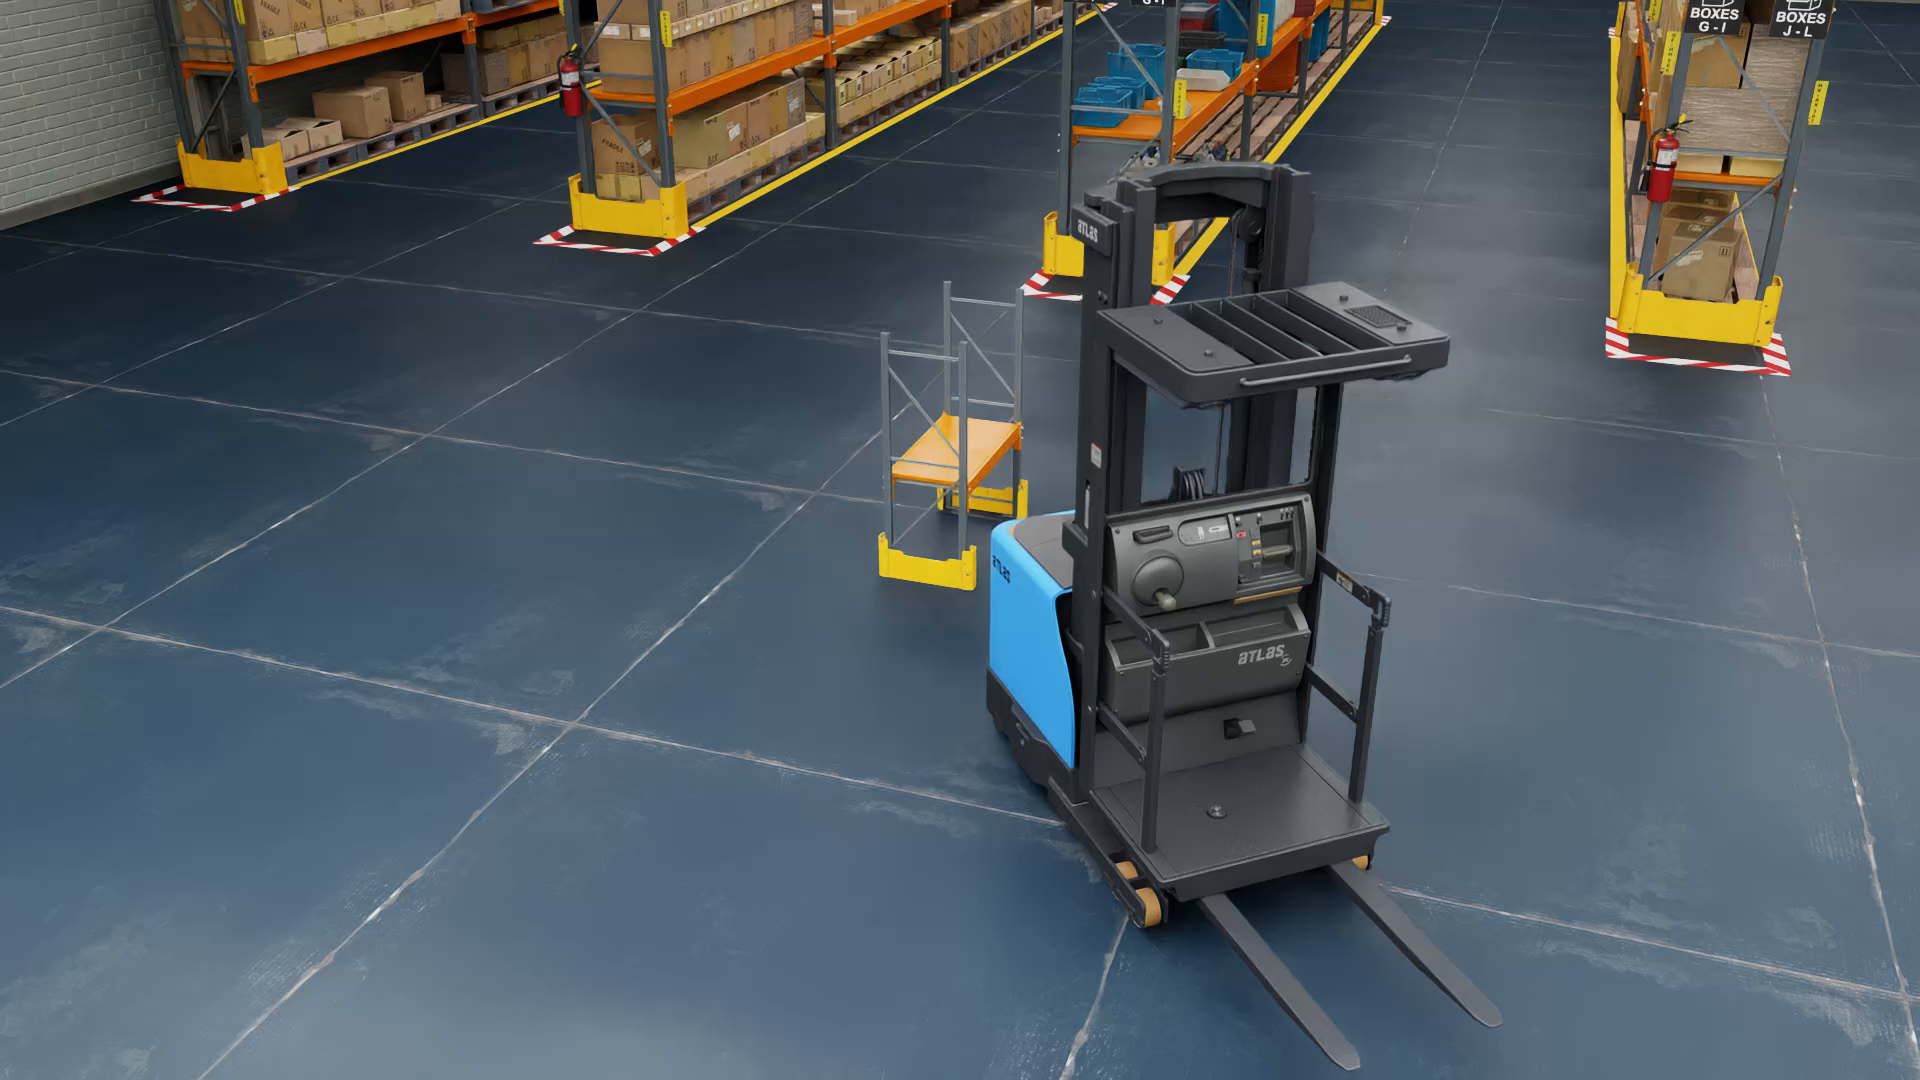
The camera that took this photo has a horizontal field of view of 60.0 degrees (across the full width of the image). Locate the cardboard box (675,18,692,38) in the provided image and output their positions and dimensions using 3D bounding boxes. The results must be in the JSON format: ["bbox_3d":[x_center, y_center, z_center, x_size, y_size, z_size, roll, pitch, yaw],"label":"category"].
[{"bbox_3d":[-2.874,-5.050,16.380,0.380,0.149,0.250,8,27,16],"label":"cardboard box"}]

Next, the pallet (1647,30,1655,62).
[{"bbox_3d":[8.089,-5.418,18.219,1.003,0.211,1.213,9,27,17],"label":"pallet"}]

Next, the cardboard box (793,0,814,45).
[{"bbox_3d":[-2.104,-5.980,19.044,0.700,0.500,0.500,8,27,16],"label":"cardboard box"}]

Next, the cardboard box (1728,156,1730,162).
[{"bbox_3d":[6.468,-3.106,13.511,0.380,0.149,0.250,9,27,17],"label":"cardboard box"}]

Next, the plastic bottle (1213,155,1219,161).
[{"bbox_3d":[2.686,-3.916,17.507,0.061,0.283,0.133,11,28,21],"label":"plastic bottle"}]

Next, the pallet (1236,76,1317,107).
[{"bbox_3d":[4.262,-6.117,22.642,1.003,0.211,1.213,9,27,17],"label":"pallet"}]

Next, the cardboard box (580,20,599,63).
[{"bbox_3d":[-5.494,-7.248,24.142,0.700,0.500,0.500,9,27,18],"label":"cardboard box"}]

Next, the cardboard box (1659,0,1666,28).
[{"bbox_3d":[6.989,-5.161,15.864,0.500,0.500,0.500,9,27,17],"label":"cardboard box"}]

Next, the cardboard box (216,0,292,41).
[{"bbox_3d":[-7.524,-5.623,17.710,0.500,0.500,0.500,9,27,18],"label":"cardboard box"}]

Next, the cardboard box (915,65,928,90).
[{"bbox_3d":[-0.744,-6.250,22.389,0.500,0.250,0.500,8,27,17],"label":"cardboard box"}]

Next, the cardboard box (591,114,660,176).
[{"bbox_3d":[-3.396,-4.027,16.938,0.500,0.500,0.500,9,27,17],"label":"cardboard box"}]

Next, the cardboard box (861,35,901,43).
[{"bbox_3d":[-1.082,-6.793,22.868,0.500,0.311,0.500,10,27,19],"label":"cardboard box"}]

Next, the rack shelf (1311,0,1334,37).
[{"bbox_3d":[4.704,-7.540,23.207,1.077,0.370,4.000,9,27,17],"label":"rack shelf"}]

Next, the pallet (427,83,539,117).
[{"bbox_3d":[-6.377,-5.900,22.194,1.003,0.211,1.213,9,27,17],"label":"pallet"}]

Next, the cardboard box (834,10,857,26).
[{"bbox_3d":[-1.475,-6.340,20.190,0.380,0.149,0.250,9,27,17],"label":"cardboard box"}]

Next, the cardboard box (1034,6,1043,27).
[{"bbox_3d":[1.044,-8.535,27.016,0.500,0.311,0.500,9,27,17],"label":"cardboard box"}]

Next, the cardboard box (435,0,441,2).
[{"bbox_3d":[-6.501,-6.875,20.296,0.500,0.500,0.500,9,27,17],"label":"cardboard box"}]

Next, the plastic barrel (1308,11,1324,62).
[{"bbox_3d":[4.937,-7.418,24.056,0.600,0.901,0.708,9,27,17],"label":"plastic barrel"}]

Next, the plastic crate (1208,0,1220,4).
[{"bbox_3d":[3.212,-6.451,20.059,0.402,0.464,0.583,9,27,17],"label":"plastic crate"}]

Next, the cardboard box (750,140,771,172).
[{"bbox_3d":[-2.404,-4.230,18.218,0.500,0.250,0.500,9,27,17],"label":"cardboard box"}]

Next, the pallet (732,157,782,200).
[{"bbox_3d":[-2.671,-4.039,18.351,1.003,0.211,1.213,9,27,17],"label":"pallet"}]

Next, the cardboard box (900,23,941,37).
[{"bbox_3d":[-0.541,-7.253,24.152,0.500,0.500,0.500,10,28,19],"label":"cardboard box"}]

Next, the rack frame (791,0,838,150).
[{"bbox_3d":[-1.962,-6.118,19.444,1.000,3.000,0.127,9,27,17],"label":"rack frame"}]

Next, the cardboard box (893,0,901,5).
[{"bbox_3d":[-1.002,-7.117,21.795,0.380,0.149,0.250,11,28,21],"label":"cardboard box"}]

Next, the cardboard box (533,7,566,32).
[{"bbox_3d":[-5.743,-7.361,23.514,0.500,0.250,0.500,9,27,18],"label":"cardboard box"}]

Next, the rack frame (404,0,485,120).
[{"bbox_3d":[-6.635,-6.835,20.925,1.000,3.000,0.127,9,27,17],"label":"rack frame"}]

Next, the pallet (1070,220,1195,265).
[{"bbox_3d":[1.633,-2.871,15.937,1.003,0.211,1.213,9,27,17],"label":"pallet"}]

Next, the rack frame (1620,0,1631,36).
[{"bbox_3d":[11.371,-9.612,26.659,1.000,3.000,0.127,9,27,17],"label":"rack frame"}]

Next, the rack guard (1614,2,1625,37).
[{"bbox_3d":[11.379,-8.496,27.224,1.175,0.500,0.348,9,27,17],"label":"rack guard"}]

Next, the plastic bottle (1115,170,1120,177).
[{"bbox_3d":[1.596,-3.599,16.853,0.061,0.283,0.133,9,27,19],"label":"plastic bottle"}]

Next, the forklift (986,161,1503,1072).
[{"bbox_3d":[1.134,0.088,6.705,1.130,2.935,3.031,-10,27,-19],"label":"forklift"}]

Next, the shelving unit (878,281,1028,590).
[{"bbox_3d":[-0.025,-0.644,9.858,0.587,1.500,1.083,9,27,17],"label":"shelving unit"}]

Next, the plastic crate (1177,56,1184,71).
[{"bbox_3d":[1.990,-4.786,16.936,0.450,0.188,0.662,9,27,17],"label":"plastic crate"}]

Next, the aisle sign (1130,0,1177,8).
[{"bbox_3d":[1.629,-4.853,13.847,0.394,0.787,0.004,9,27,17],"label":"aisle sign"}]

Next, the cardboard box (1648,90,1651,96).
[{"bbox_3d":[6.928,-4.422,16.228,0.380,0.149,0.250,9,27,17],"label":"cardboard box"}]

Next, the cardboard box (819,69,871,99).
[{"bbox_3d":[-1.418,-5.661,20.529,0.500,0.311,0.500,8,27,17],"label":"cardboard box"}]

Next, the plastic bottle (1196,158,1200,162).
[{"bbox_3d":[2.488,-3.860,17.393,0.061,0.283,0.133,9,27,17],"label":"plastic bottle"}]

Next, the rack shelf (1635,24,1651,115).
[{"bbox_3d":[8.044,-5.178,18.328,1.077,0.370,4.000,9,27,17],"label":"rack shelf"}]

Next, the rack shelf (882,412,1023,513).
[{"bbox_3d":[-0.028,-0.478,9.929,0.538,0.185,1.000,9,27,17],"label":"rack shelf"}]

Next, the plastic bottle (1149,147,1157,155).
[{"bbox_3d":[2.048,-4.133,17.878,0.144,0.351,0.185,10,27,19],"label":"plastic bottle"}]

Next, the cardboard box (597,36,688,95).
[{"bbox_3d":[-3.126,-4.709,16.420,0.700,0.500,0.500,9,27,17],"label":"cardboard box"}]

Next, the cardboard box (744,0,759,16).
[{"bbox_3d":[-2.360,-5.681,17.683,0.380,0.149,0.250,10,27,19],"label":"cardboard box"}]

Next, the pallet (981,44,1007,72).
[{"bbox_3d":[0.061,-7.308,25.101,1.003,0.211,1.213,9,27,17],"label":"pallet"}]

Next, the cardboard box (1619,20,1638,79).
[{"bbox_3d":[9.262,-6.202,21.574,1.225,0.875,0.875,9,27,18],"label":"cardboard box"}]

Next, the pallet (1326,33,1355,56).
[{"bbox_3d":[5.578,-7.739,25.991,1.003,0.211,1.213,9,27,17],"label":"pallet"}]

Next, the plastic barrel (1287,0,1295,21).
[{"bbox_3d":[3.898,-6.639,20.391,0.421,0.512,0.421,0,26,0],"label":"plastic barrel"}]

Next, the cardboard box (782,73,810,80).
[{"bbox_3d":[-2.098,-5.530,20.259,0.500,0.311,0.500,9,27,17],"label":"cardboard box"}]

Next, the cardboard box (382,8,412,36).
[{"bbox_3d":[-6.833,-6.126,19.609,0.500,0.250,0.500,9,27,17],"label":"cardboard box"}]

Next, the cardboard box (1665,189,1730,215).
[{"bbox_3d":[6.663,-2.860,15.101,0.500,0.500,0.500,11,28,22],"label":"cardboard box"}]

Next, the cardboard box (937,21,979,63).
[{"bbox_3d":[-0.041,-7.197,24.035,0.500,0.500,0.500,8,27,16],"label":"cardboard box"}]

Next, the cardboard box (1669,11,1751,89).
[{"bbox_3d":[5.997,-3.927,13.315,0.500,0.500,0.500,9,27,17],"label":"cardboard box"}]

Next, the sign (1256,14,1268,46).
[{"bbox_3d":[3.223,-5.439,17.723,0.100,0.325,0.005,9,27,17],"label":"sign"}]
